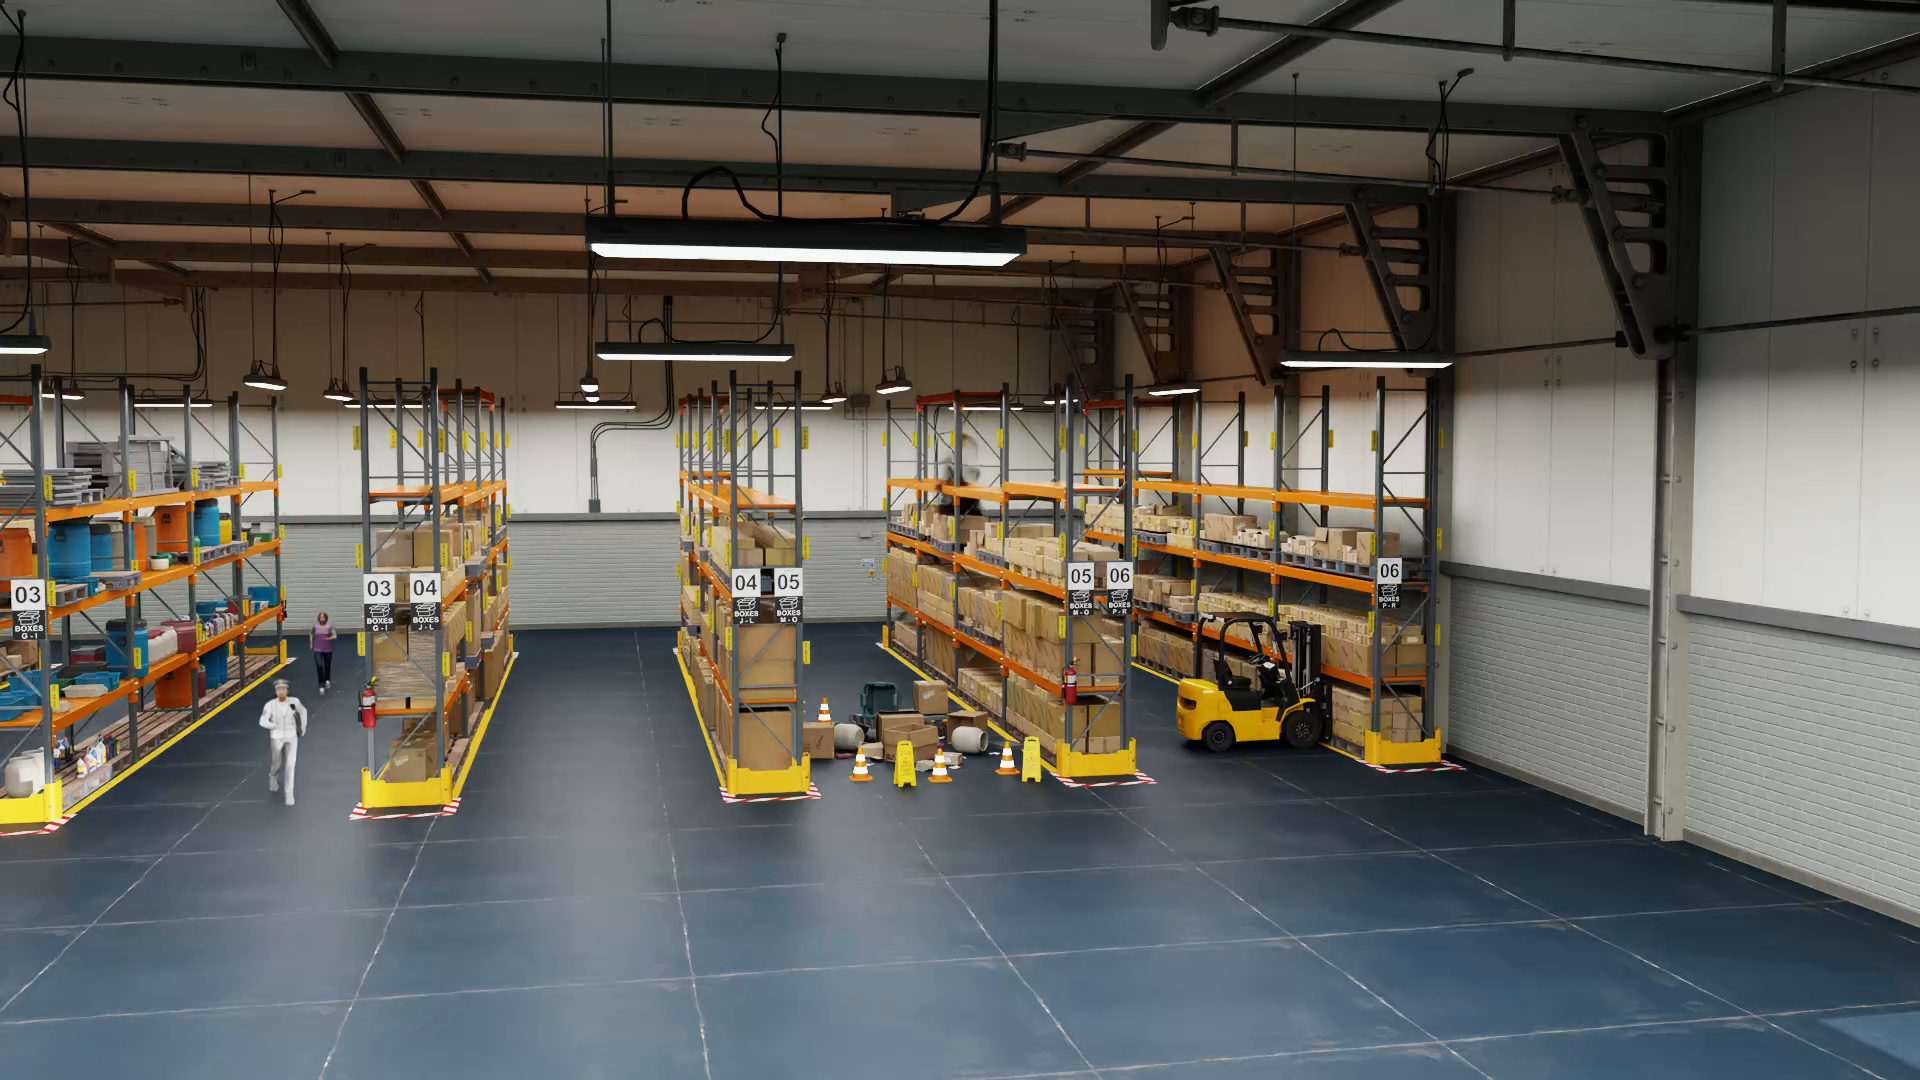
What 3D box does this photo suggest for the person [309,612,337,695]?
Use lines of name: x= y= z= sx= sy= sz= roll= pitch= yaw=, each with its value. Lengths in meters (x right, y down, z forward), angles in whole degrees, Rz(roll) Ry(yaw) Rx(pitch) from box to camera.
person: x=-12.614 y=2.217 z=32.956 sx=0.520 sy=1.612 sz=0.855 roll=-1 pitch=4 yaw=-20

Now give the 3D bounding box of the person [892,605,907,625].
person: x=-1.474 y=1.667 z=41.834 sx=0.610 sy=1.695 sz=0.742 roll=1 pitch=3 yaw=10

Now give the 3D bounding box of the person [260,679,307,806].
person: x=-9.429 y=2.775 z=23.199 sx=0.622 sy=1.717 sz=0.937 roll=-2 pitch=4 yaw=-24
